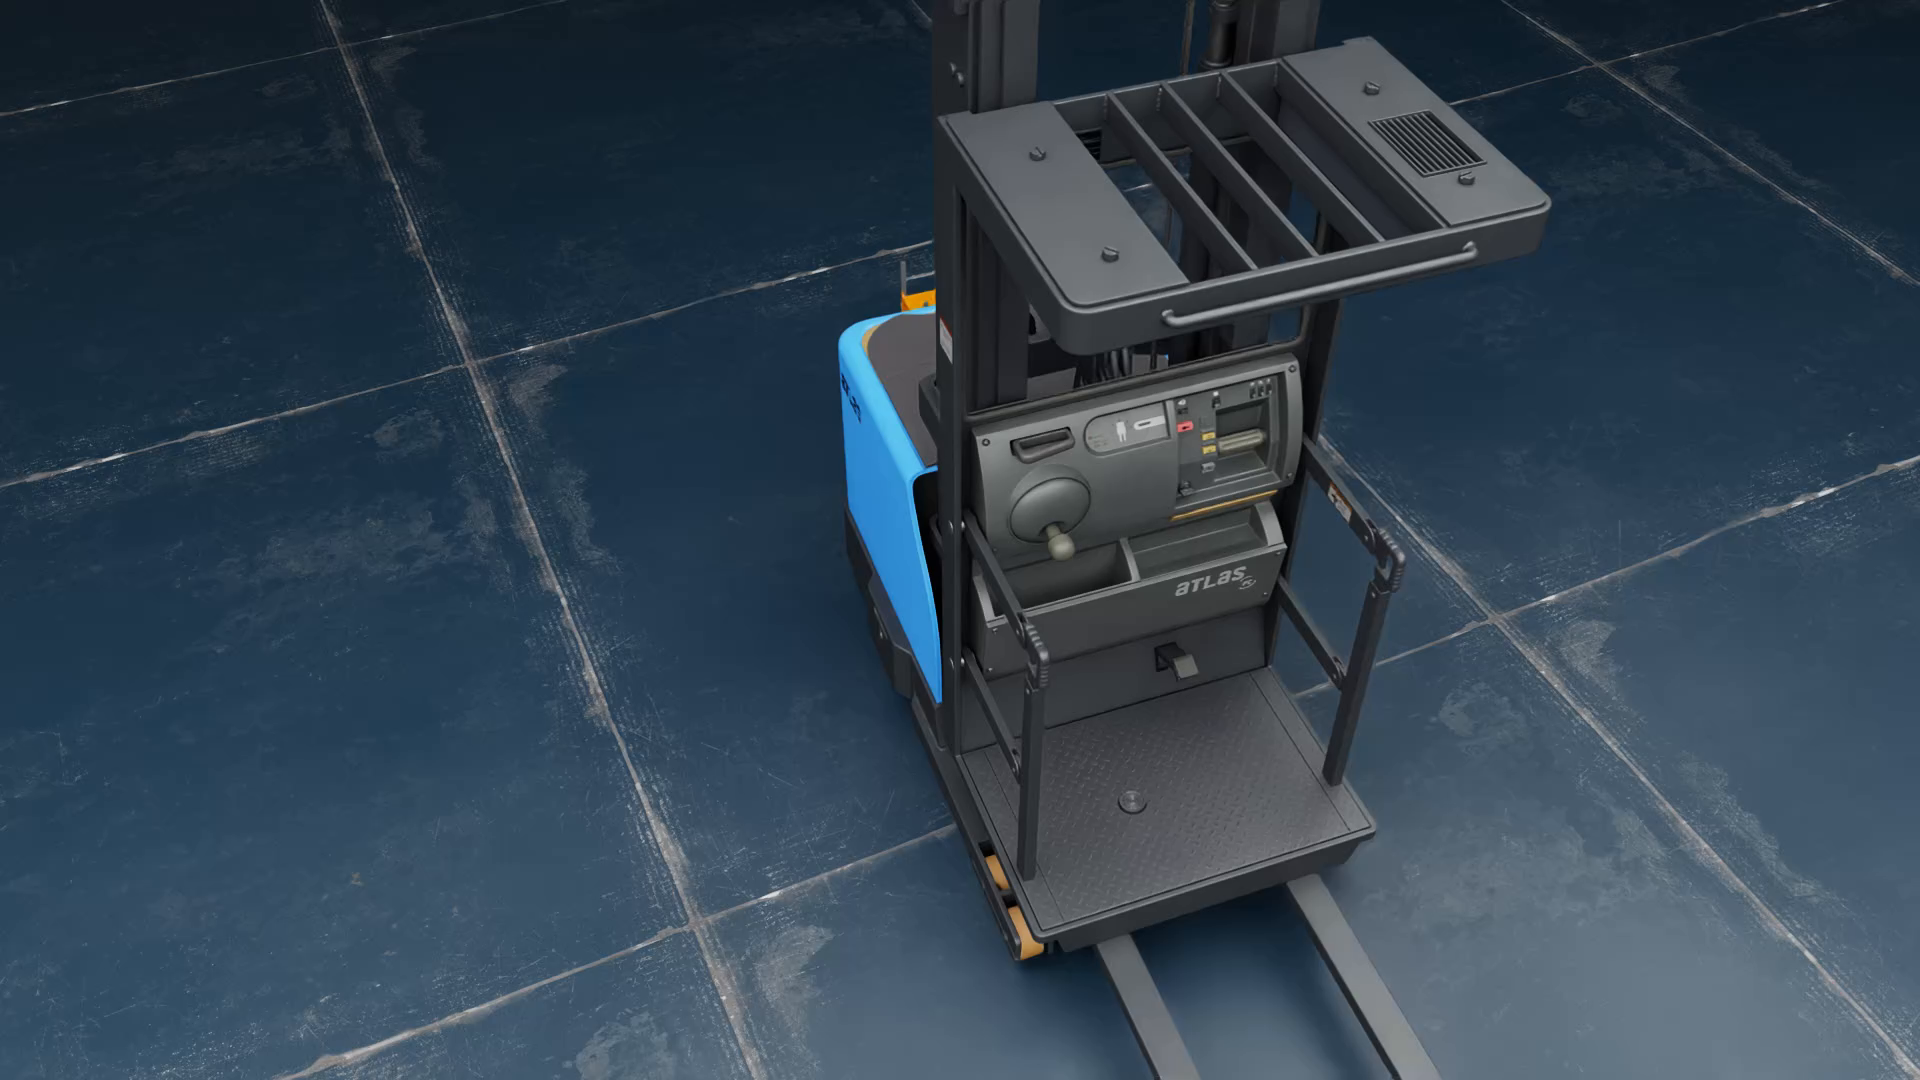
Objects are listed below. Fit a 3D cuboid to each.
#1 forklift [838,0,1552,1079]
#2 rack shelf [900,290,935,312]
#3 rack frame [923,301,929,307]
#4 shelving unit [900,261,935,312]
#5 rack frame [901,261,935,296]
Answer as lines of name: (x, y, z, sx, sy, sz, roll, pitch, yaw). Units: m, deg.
forklift: (0.562, -0.125, 4.290, 1.130, 2.935, 3.031, -14, 46, -14)
rack shelf: (-0.068, -0.720, 5.843, 0.215, 0.259, 0.240, -14, 46, -14)
rack frame: (-0.027, -0.445, 5.954, 0.200, 1.050, 0.008, -14, 46, -14)
shelving unit: (-0.068, -0.526, 6.035, 0.215, 1.050, 0.252, -14, 46, -14)
rack frame: (-0.110, -0.606, 6.117, 0.200, 1.050, 0.008, -14, 46, -14)
